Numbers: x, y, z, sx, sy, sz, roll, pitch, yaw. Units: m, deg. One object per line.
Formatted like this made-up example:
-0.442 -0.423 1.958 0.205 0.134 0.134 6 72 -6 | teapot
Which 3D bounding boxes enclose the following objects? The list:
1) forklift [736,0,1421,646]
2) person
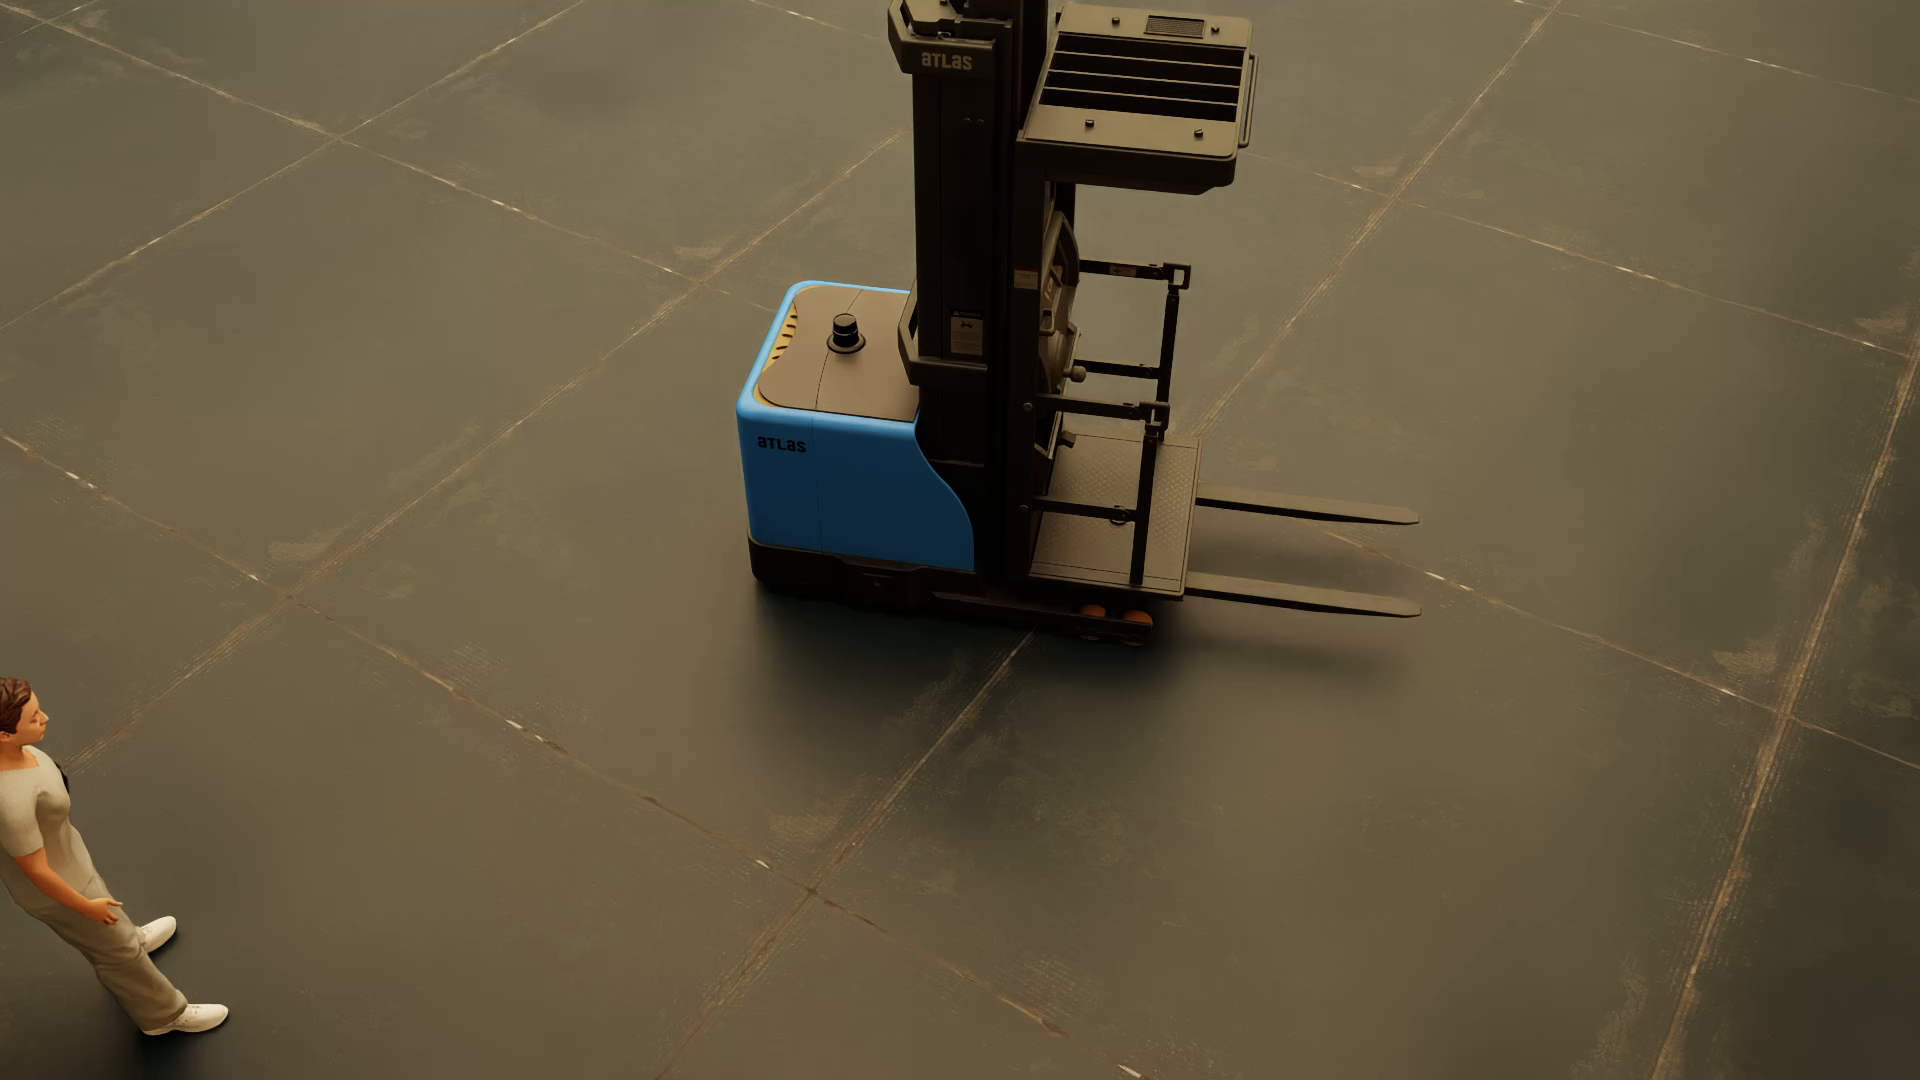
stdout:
0.598 -0.987 6.890 3.031 2.935 1.130 7 44 8 | forklift
-3.000 1.080 5.625 0.400 1.680 0.572 -26 49 -25 | person
